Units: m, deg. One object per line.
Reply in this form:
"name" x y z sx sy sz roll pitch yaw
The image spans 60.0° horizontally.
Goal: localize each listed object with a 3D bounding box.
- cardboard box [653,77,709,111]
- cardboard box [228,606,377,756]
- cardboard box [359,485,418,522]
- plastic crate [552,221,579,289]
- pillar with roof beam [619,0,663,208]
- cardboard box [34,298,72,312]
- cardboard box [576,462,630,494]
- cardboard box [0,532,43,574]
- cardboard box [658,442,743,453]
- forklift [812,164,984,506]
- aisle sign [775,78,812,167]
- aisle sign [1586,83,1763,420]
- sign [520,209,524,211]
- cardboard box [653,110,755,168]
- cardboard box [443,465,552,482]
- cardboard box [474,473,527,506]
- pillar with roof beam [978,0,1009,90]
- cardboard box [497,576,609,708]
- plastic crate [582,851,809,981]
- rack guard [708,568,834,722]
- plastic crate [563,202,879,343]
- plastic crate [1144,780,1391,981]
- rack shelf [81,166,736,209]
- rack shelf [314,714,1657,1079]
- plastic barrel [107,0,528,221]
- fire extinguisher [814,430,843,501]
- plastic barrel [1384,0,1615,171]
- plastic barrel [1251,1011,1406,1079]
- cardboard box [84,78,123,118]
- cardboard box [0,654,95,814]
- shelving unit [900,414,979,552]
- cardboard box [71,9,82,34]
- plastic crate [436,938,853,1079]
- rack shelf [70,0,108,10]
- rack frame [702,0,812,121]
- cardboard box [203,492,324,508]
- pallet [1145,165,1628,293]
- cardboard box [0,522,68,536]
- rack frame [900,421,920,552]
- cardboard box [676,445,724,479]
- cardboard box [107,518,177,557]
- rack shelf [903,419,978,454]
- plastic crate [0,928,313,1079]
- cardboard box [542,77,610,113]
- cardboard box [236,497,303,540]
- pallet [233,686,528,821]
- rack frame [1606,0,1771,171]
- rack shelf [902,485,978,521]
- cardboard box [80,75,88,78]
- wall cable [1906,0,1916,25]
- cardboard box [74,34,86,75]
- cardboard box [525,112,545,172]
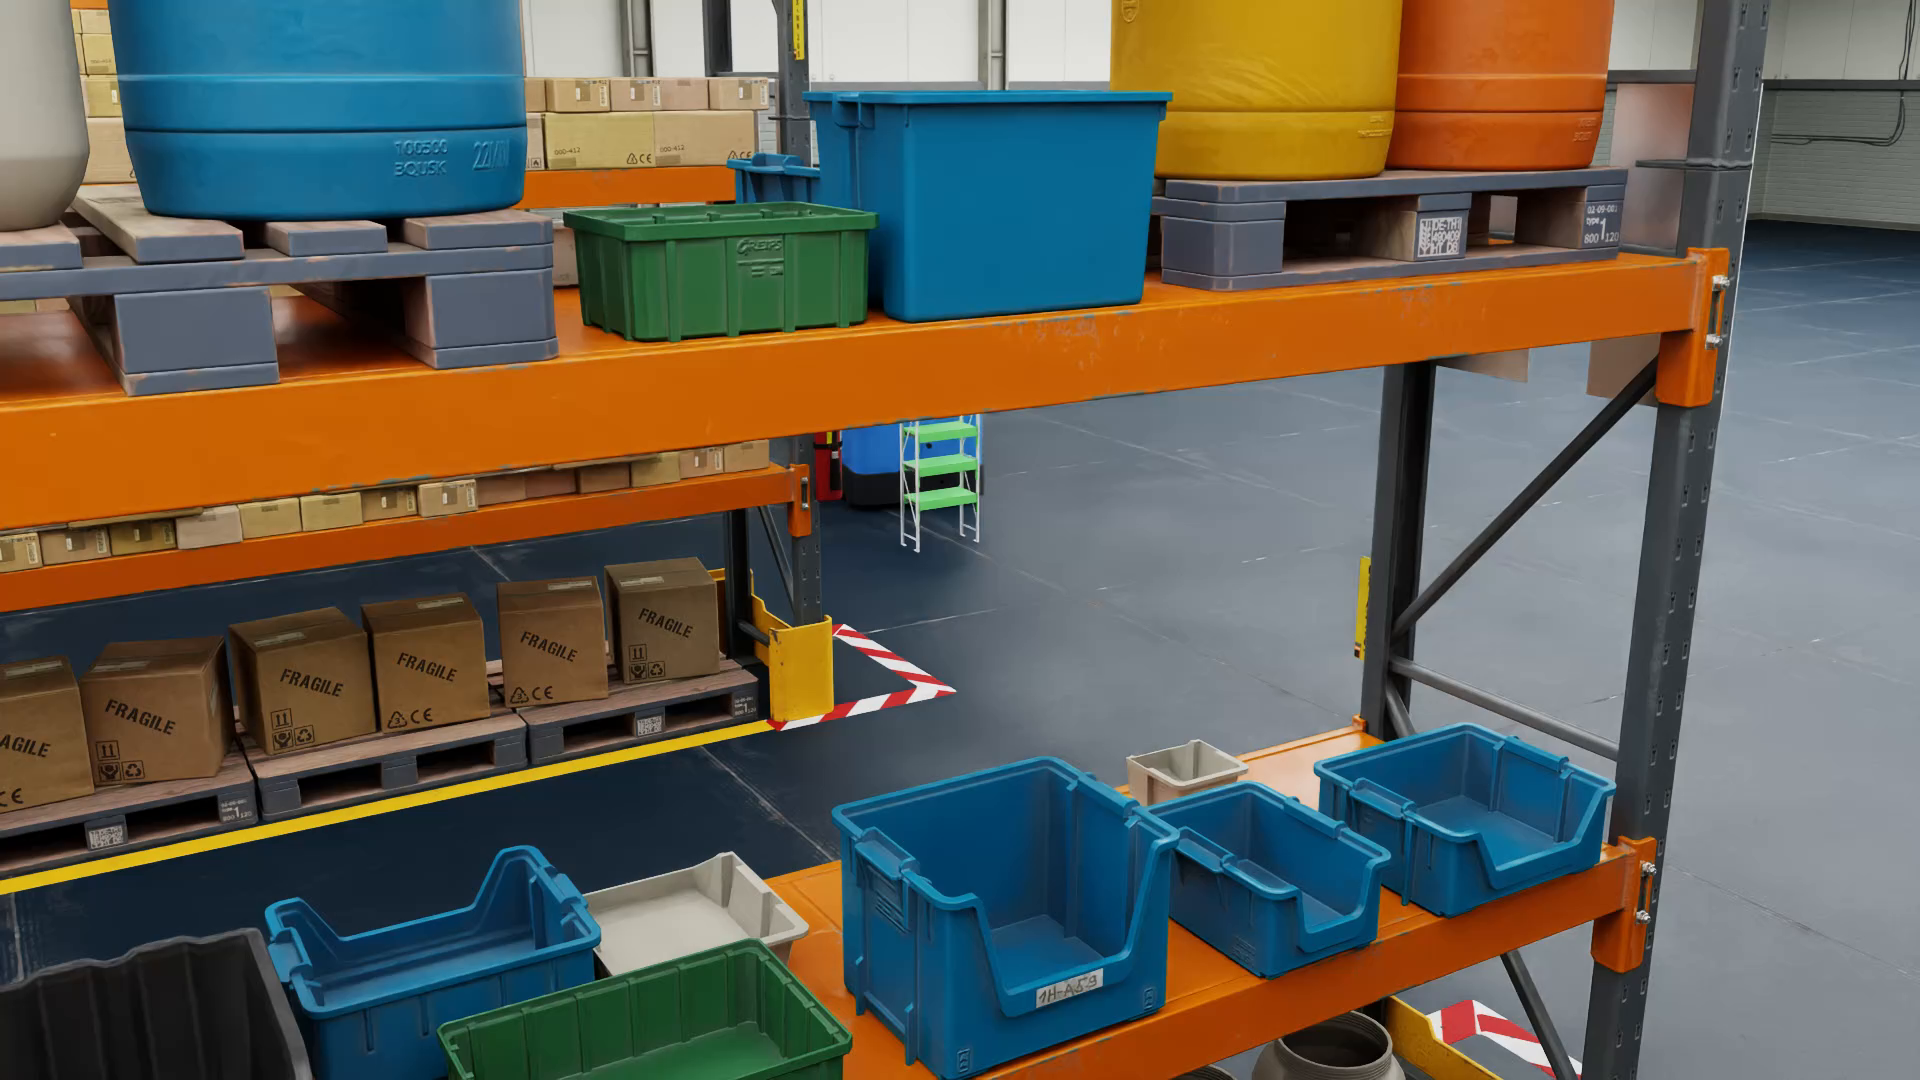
"cardboard box" -1.383 -2.113 7.872 0.250 0.149 0.380 -10 18 -32
"cardboard box" -3.109 0.656 7.864 0.500 0.500 0.500 -11 19 -35
"cardboard box" -2.642 -0.209 7.563 0.250 0.149 0.380 -9 18 -30
"plastic crate" -0.732 -0.601 3.427 0.396 0.136 0.243 -9 18 -30
"pillar with roof beam" -2.386 -6.948 20.024 0.400 9.000 9.100 -9 18 -30
"cardboard box" -3.506 -0.859 6.829 0.500 0.500 0.500 -9 18 -30
"cardboard box" -1.785 -0.348 8.059 0.250 0.149 0.380 -9 18 -30
"cardboard box" -3.891 0.016 6.760 0.250 0.149 0.380 -9 18 -30
"cardboard box" -1.508 -0.790 8.435 0.500 0.500 0.875 -9 18 -30
"forklift" -0.754 -2.025 13.705 1.130 2.935 3.031 -5 16 -17
"aisle sign" -0.814 -1.860 8.171 0.004 0.787 0.394 -9 18 -30
"aisle sign" 1.743 -0.716 4.090 0.004 0.787 0.394 -9 18 -30
"sign" -3.222 -2.375 12.239 0.005 0.325 0.100 -9 18 -30
"cardboard box" -1.304 -1.915 7.905 0.500 0.250 0.500 -9 18 -28
"cardboard box" -2.325 -0.633 7.875 0.500 0.500 0.875 -9 18 -30
"cardboard box" -2.223 -0.283 7.827 0.250 0.149 0.380 -9 18 -30
"pillar with roof beam" 2.757 -7.782 22.999 0.400 9.000 9.100 -9 18 -30
"cardboard box" -2.061 0.507 8.399 0.500 0.500 0.500 -4 16 -15
"plastic crate" -0.639 0.876 3.717 0.437 0.136 0.530 -9 18 -30
"rack guard" -1.087 0.545 9.038 0.348 0.500 1.175 -9 18 -30
"plastic crate" -0.407 -0.465 2.848 0.450 0.188 0.336 -9 18 -30
"plastic crate" 0.694 0.776 3.858 0.408 0.251 0.499 -9 18 -30
"rack shelf" -2.736 -1.489 7.439 4.000 0.370 1.077 -9 18 -30
"rack shelf" -0.186 1.102 3.756 4.000 0.370 1.077 -9 18 -30
"plastic barrel" -0.992 -0.968 2.543 0.708 0.901 0.600 -9 18 -30
"fire extinguisher" -0.687 -0.541 8.425 0.183 0.674 0.296 -9 18 -30
"plastic barrel" 1.178 -1.279 3.785 0.708 0.830 0.600 -9 18 -30
"plastic barrel" 1.004 1.582 4.540 0.421 0.512 0.421 0 16 0
"cardboard box" -3.388 -1.780 6.686 0.250 0.149 0.380 -9 18 -28
"cardboard box" -4.087 0.842 7.201 0.500 0.500 0.500 -10 18 -31
"shelving unit" -0.142 -0.555 11.666 0.503 1.200 0.258 -9 18 -30
"cardboard box" -5.779 -3.310 10.629 0.250 0.149 0.380 -10 18 -31
"plastic crate" -0.591 1.012 3.136 0.662 0.188 0.450 -9 18 -30
"rack shelf" -10.400 -6.181 19.363 4.000 0.370 1.077 -9 18 -30
"rack frame" -1.022 -3.557 7.929 0.127 3.000 1.000 -9 18 -30
"cardboard box" -3.210 -0.507 7.423 0.500 0.500 0.875 -9 18 -30
"pallet" 0.769 -0.784 3.942 1.213 0.211 1.003 -9 18 -30
"cardboard box" -4.033 -0.352 6.873 0.500 0.500 0.875 -9 18 -30
"rack frame" -0.351 -0.521 11.545 0.015 1.200 0.240 -9 18 -30
"cardboard box" -1.375 -0.426 8.337 0.250 0.149 0.380 -9 18 -30
"cardboard box" -3.481 -0.062 7.039 0.250 0.149 0.380 -9 18 -30
"rack shelf" -0.142 -0.724 11.618 0.480 0.148 0.258 -9 18 -30
"plastic crate" -1.386 1.020 2.830 0.504 0.338 0.767 -9 18 -30
"cardboard box" -1.764 -2.009 7.502 0.250 0.149 0.380 -9 18 -29
"cardboard box" -3.053 -0.132 7.287 0.250 0.149 0.380 -9 18 -30
"pallet" -2.846 0.958 8.102 1.213 0.211 1.003 -9 18 -30
"rack frame" 1.529 -2.412 3.841 0.127 3.000 1.000 -9 18 -30
"rack shelf" -0.142 -0.262 11.748 0.480 0.148 0.258 -9 18 -30
"cardboard box" -5.781 -2.926 10.734 0.250 0.149 0.380 -10 18 -31
"wall cable" 20.569 -11.694 33.353 0.112 2.526 3.097 -9 18 -30
"cardboard box" -5.924 -3.114 10.667 0.500 0.250 0.500 -9 18 -30
"cardboard box" -2.175 -1.776 7.408 0.500 0.250 0.500 -9 18 -28
